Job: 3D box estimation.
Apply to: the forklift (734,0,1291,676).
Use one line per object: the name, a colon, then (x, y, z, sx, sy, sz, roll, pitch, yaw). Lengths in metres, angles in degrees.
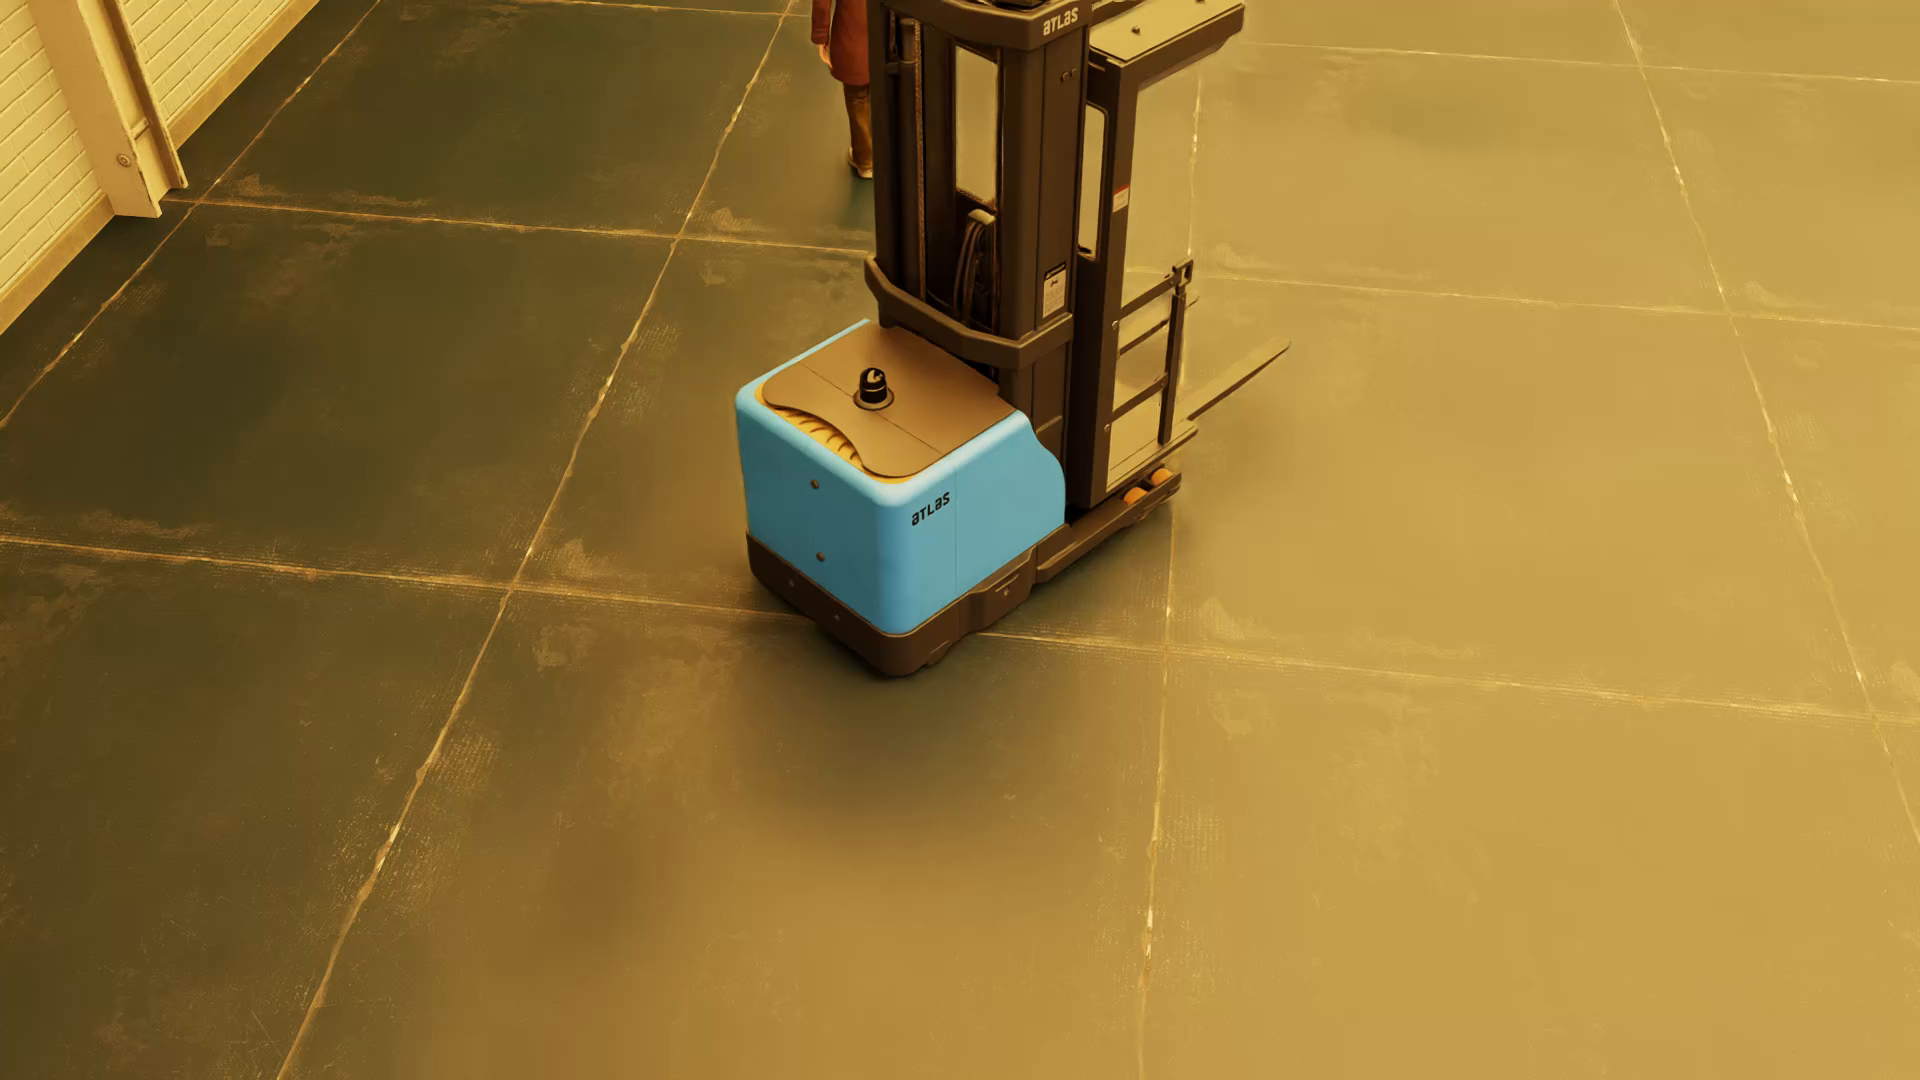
forklift: (0.427, -1.388, 7.236, 1.130, 2.935, 3.031, 34, 52, 31)

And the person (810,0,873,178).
person: (-0.542, -2.992, 9.835, 0.687, 1.787, 0.540, -5, 43, -5)
